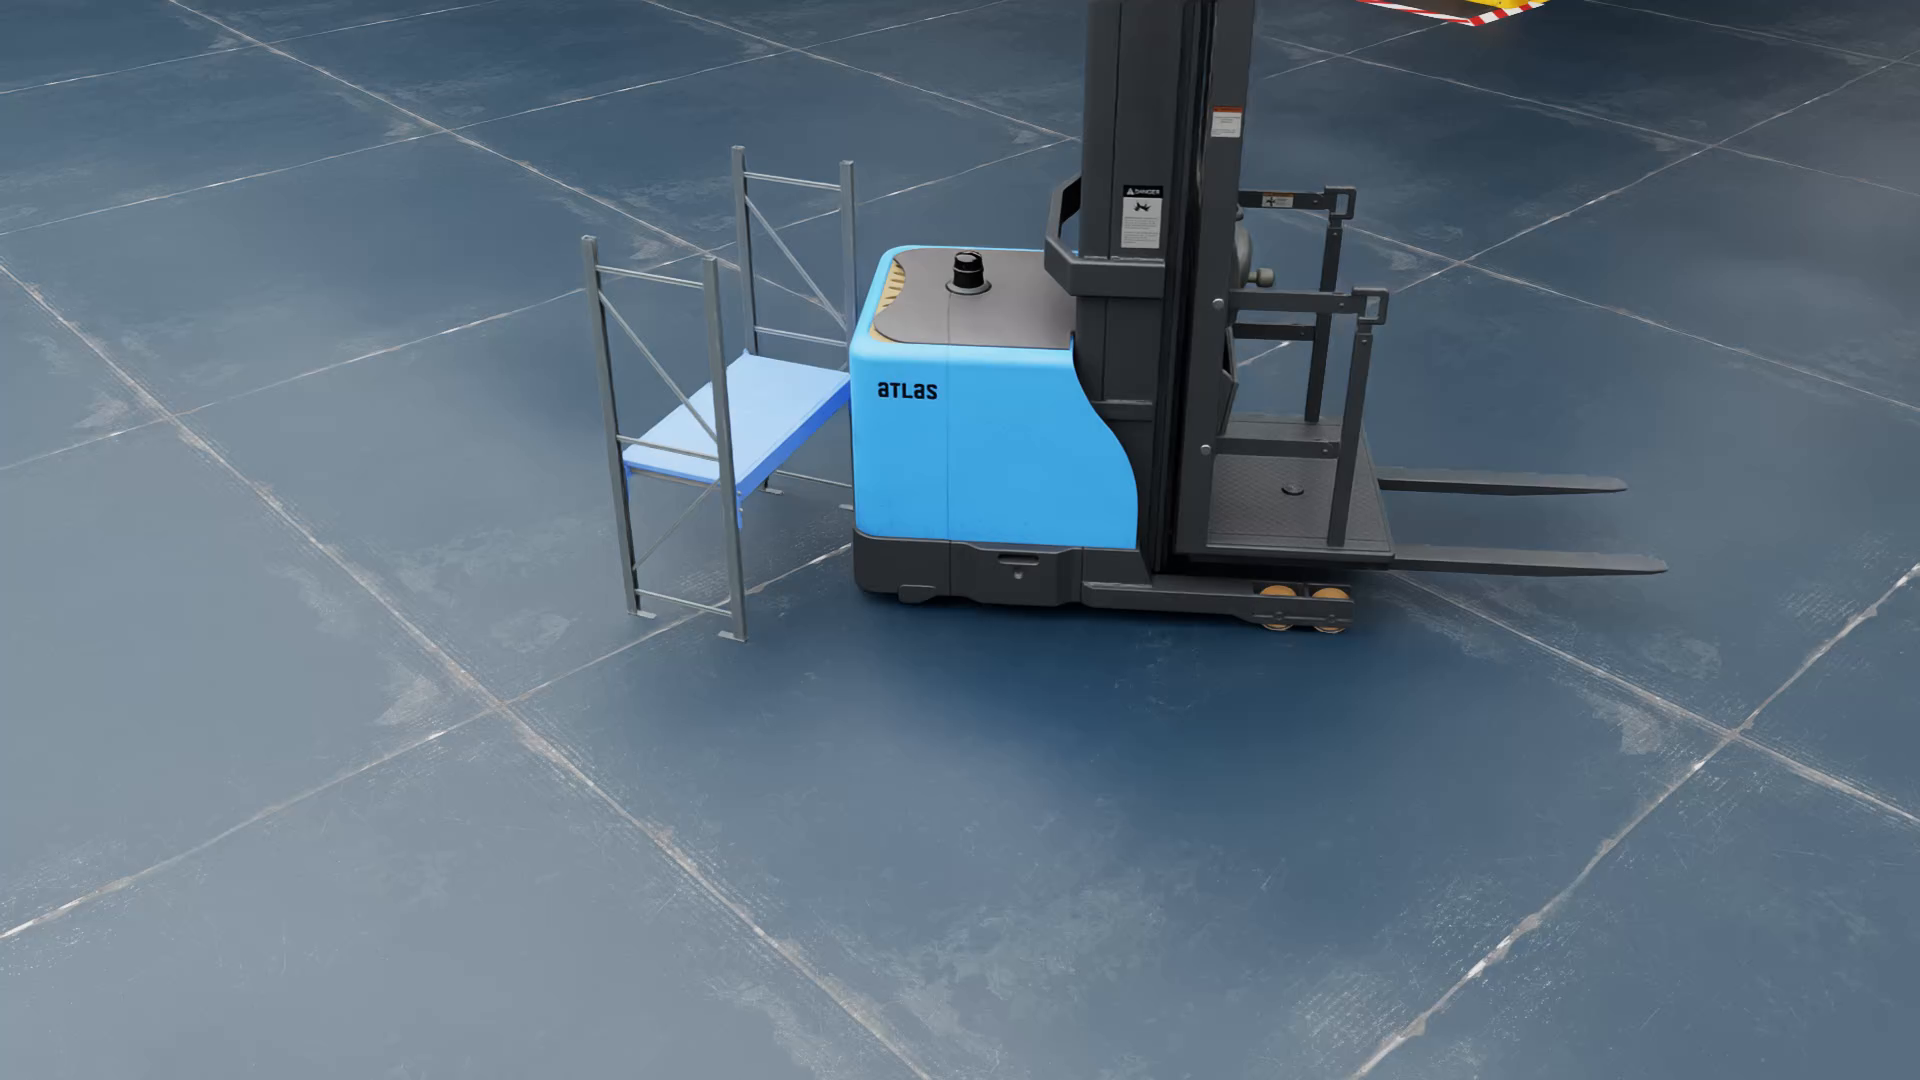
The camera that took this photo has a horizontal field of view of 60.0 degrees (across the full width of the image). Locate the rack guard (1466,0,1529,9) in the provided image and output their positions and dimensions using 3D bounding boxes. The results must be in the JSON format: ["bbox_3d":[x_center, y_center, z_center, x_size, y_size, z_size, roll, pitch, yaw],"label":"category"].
[{"bbox_3d":[4.388,-4.995,14.440,0.348,0.500,1.175,-26,40,-35],"label":"rack guard"}]

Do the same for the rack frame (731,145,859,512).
[{"bbox_3d":[-0.632,-0.807,6.631,0.500,1.500,0.032,12,33,19],"label":"rack frame"}]

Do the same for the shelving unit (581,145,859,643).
[{"bbox_3d":[-0.826,-0.562,6.231,0.538,1.500,1.048,12,33,19],"label":"shelving unit"}]

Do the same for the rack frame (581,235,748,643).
[{"bbox_3d":[-1.021,-0.316,5.830,0.500,1.500,0.032,12,33,19],"label":"rack frame"}]

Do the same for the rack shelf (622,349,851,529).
[{"bbox_3d":[-0.826,-0.408,6.324,0.538,0.185,1.000,12,33,19],"label":"rack shelf"}]

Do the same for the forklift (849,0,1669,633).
[{"bbox_3d":[1.142,-1.195,5.895,3.031,2.935,1.130,3,32,5],"label":"forklift"}]
